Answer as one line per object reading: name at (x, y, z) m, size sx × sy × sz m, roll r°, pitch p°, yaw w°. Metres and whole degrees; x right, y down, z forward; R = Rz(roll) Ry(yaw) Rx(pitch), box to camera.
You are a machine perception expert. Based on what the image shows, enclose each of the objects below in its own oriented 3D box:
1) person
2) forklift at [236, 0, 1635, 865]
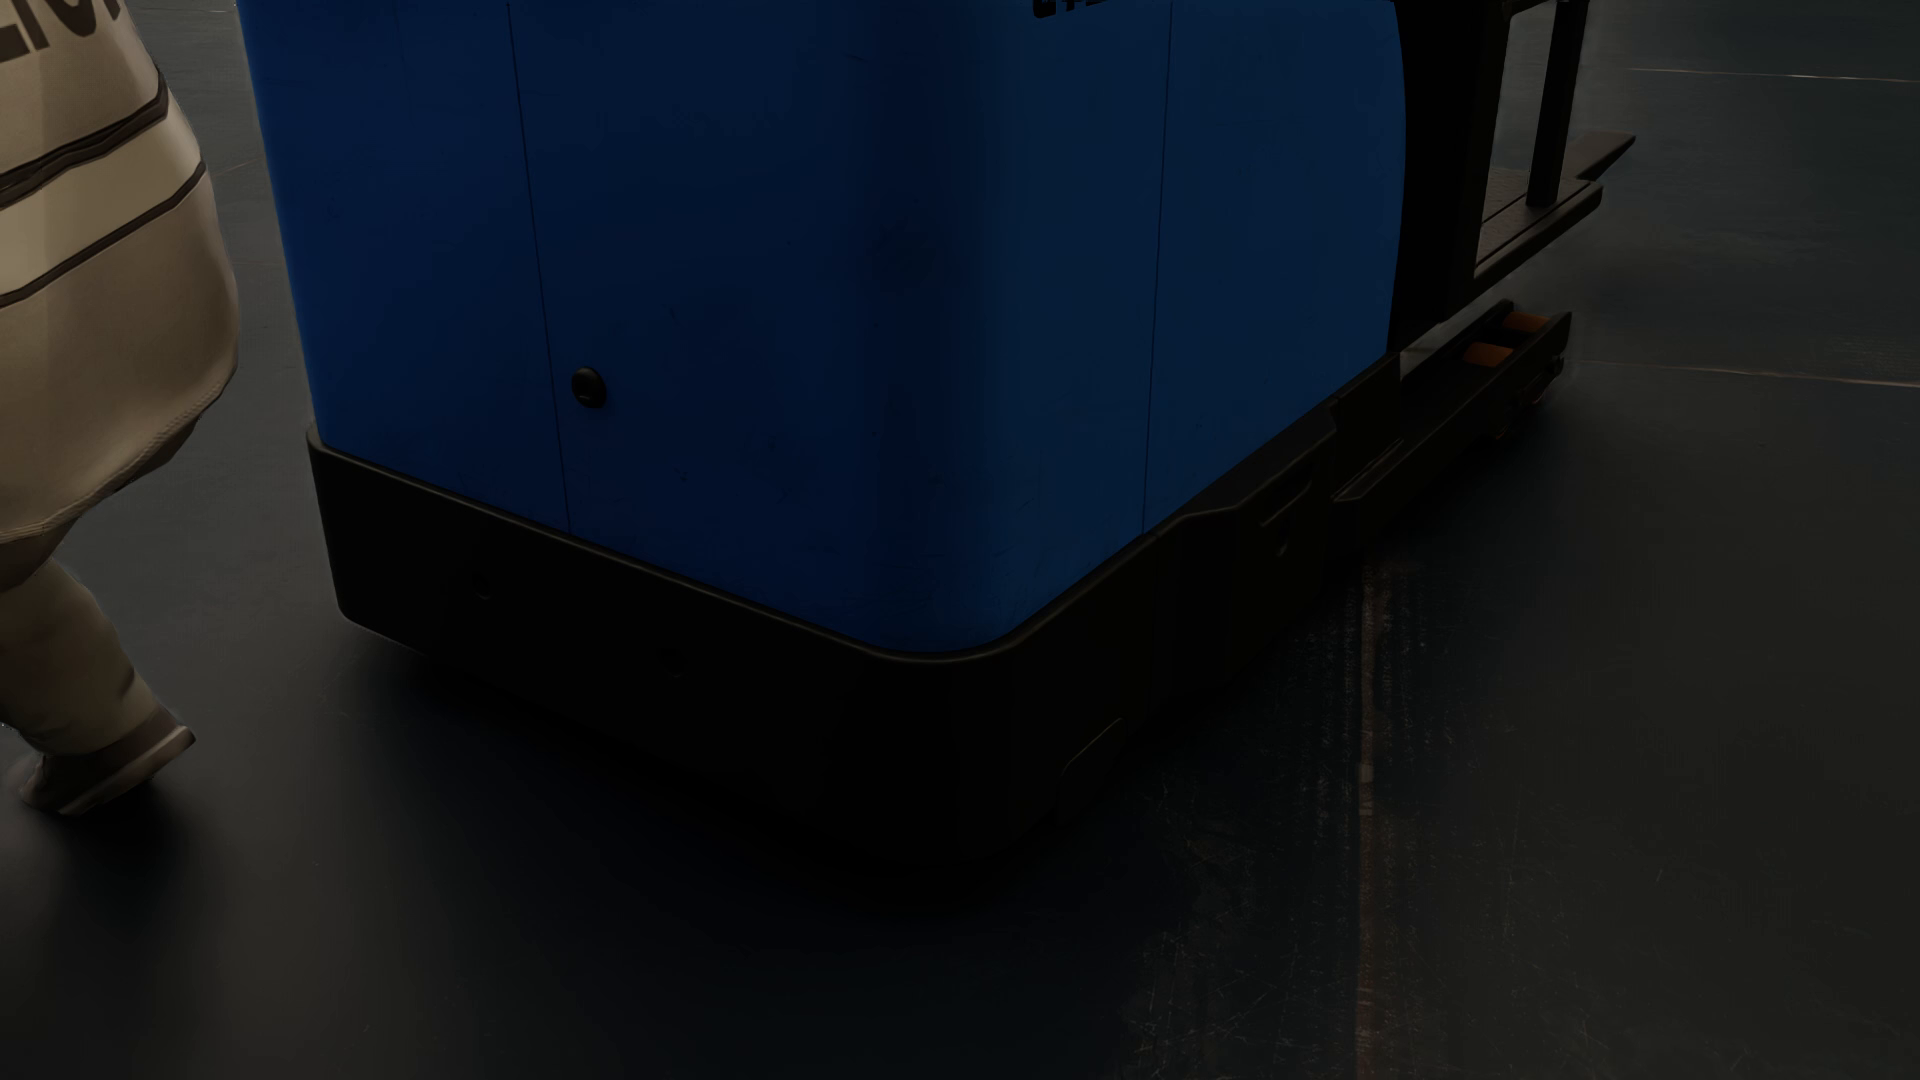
person at (-1.066, -0.211, 1.336) m, size 0.935 × 1.563 × 0.773 m, roll 6°, pitch 27°, yaw 12°
forklift at (0.435, -1.589, 2.396) m, size 1.130 × 2.935 × 3.031 m, roll 17°, pitch 32°, yaw 31°
